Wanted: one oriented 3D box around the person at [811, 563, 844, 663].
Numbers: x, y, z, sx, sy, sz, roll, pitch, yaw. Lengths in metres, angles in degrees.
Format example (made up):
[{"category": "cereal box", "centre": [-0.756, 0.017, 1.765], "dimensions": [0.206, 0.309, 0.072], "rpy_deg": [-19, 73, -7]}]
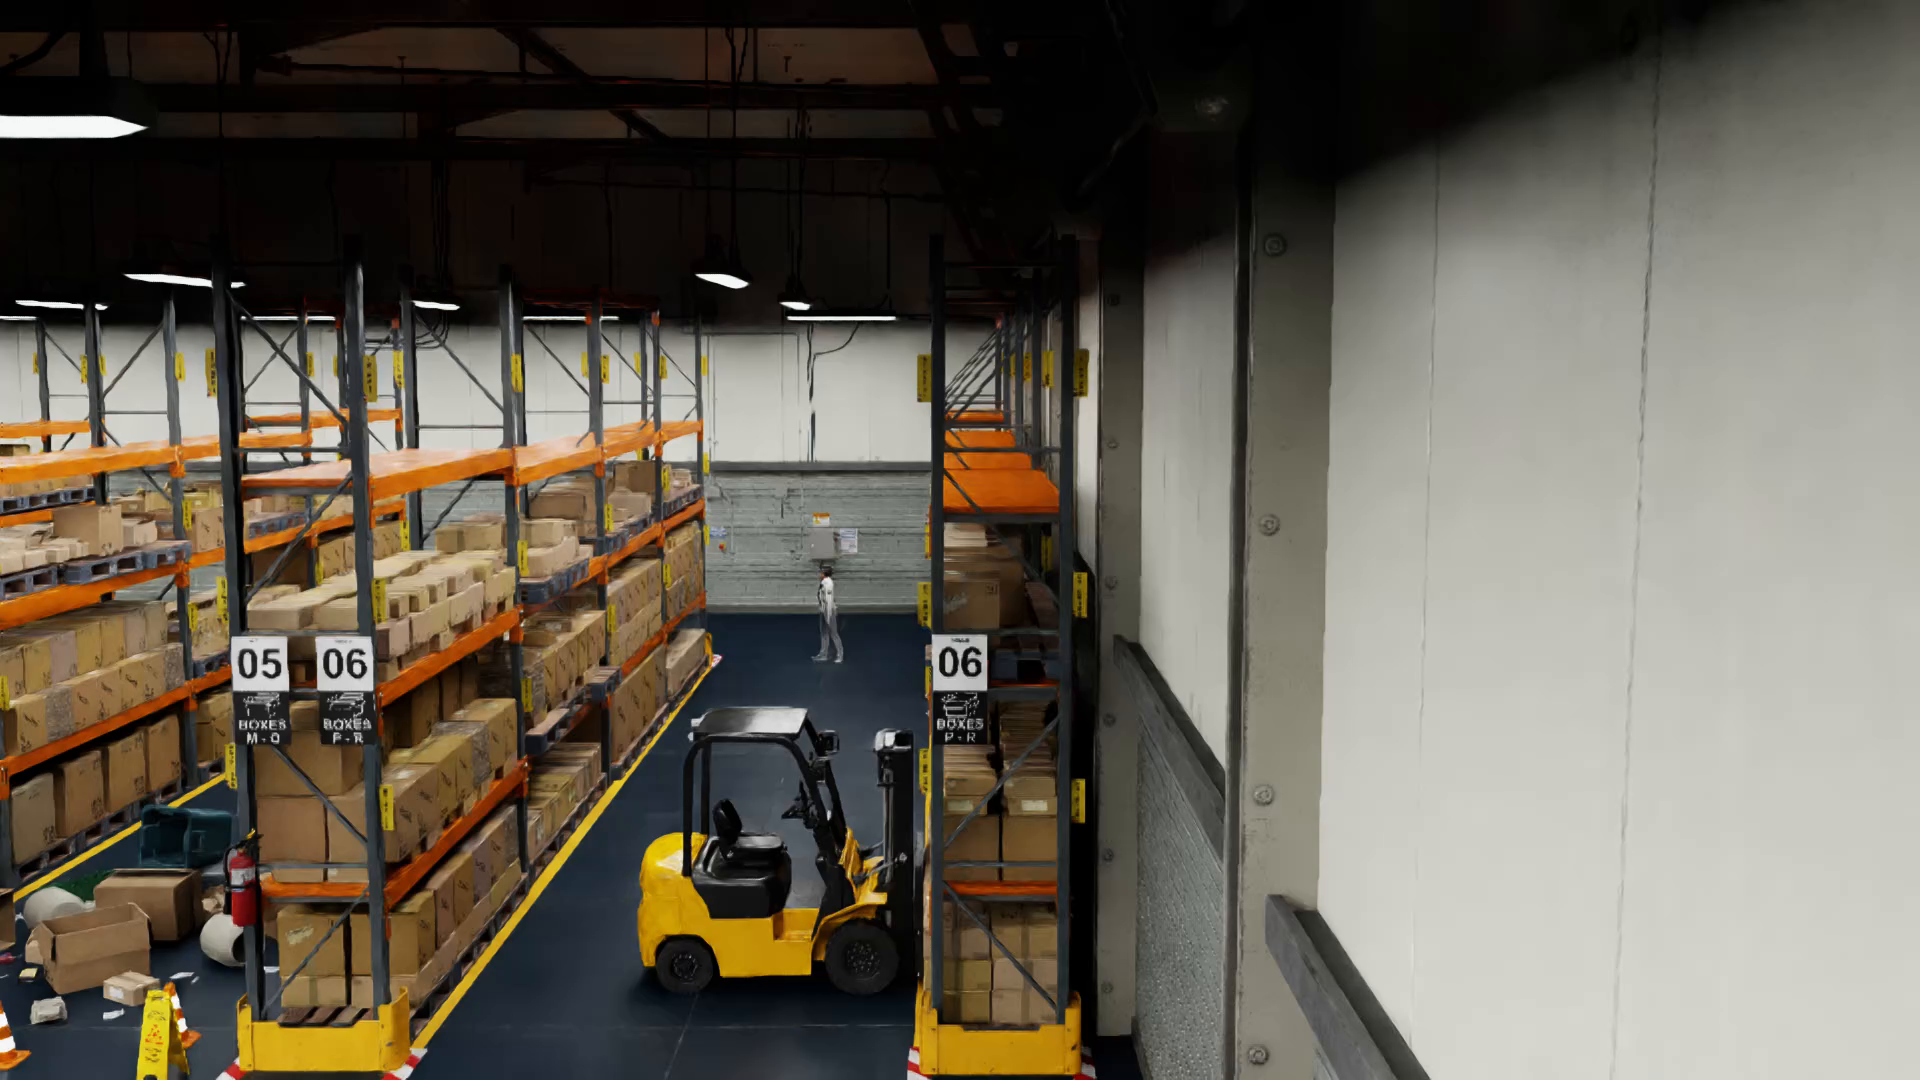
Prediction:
[{"category": "person", "centre": [-2.237, 1.232, 28.139], "dimensions": [0.509, 1.667, 0.588], "rpy_deg": [-2, 7, -14]}]
